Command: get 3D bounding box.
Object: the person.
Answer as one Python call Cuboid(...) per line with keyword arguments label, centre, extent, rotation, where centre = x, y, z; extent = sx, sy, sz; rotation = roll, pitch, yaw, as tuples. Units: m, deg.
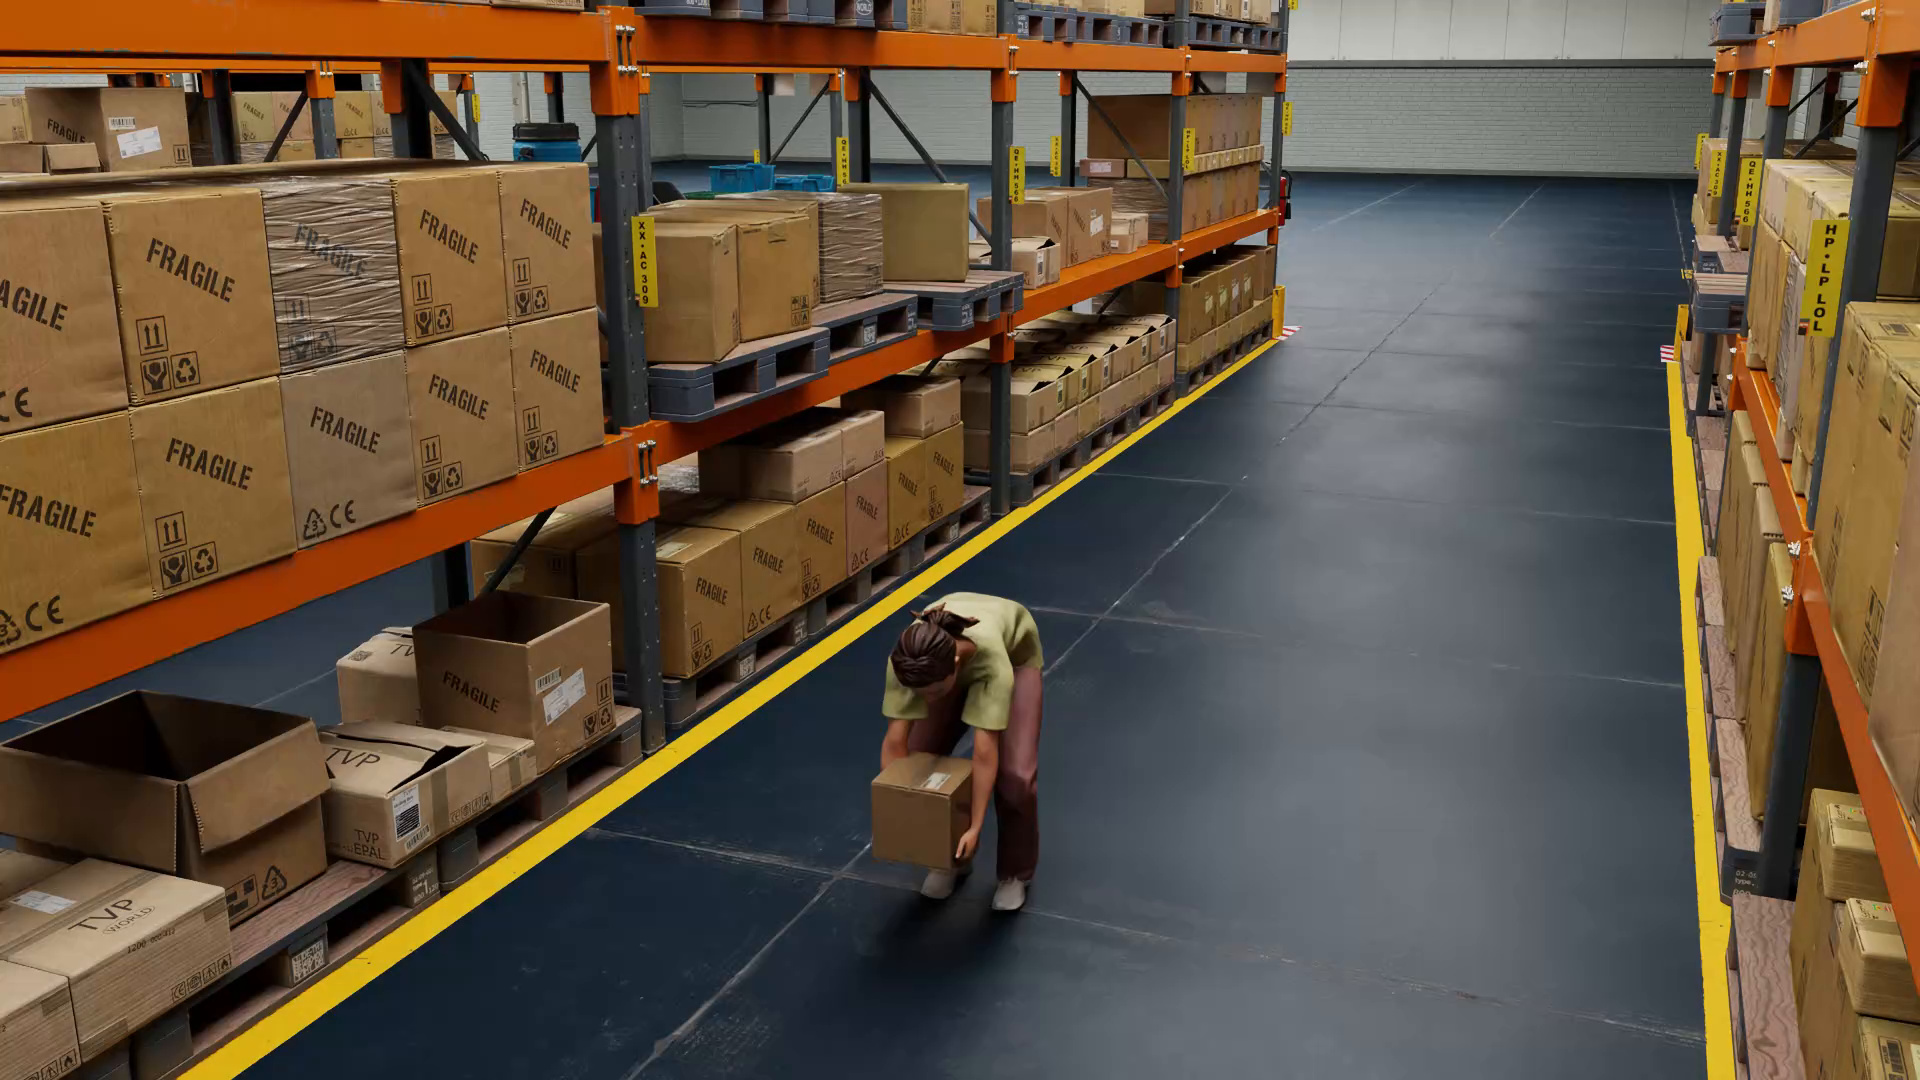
Cuboid(label="person", centre=(0.003, 0.668, 5.185), extent=(0.455, 1.104, 0.860), rotation=(5, 16, 18))
